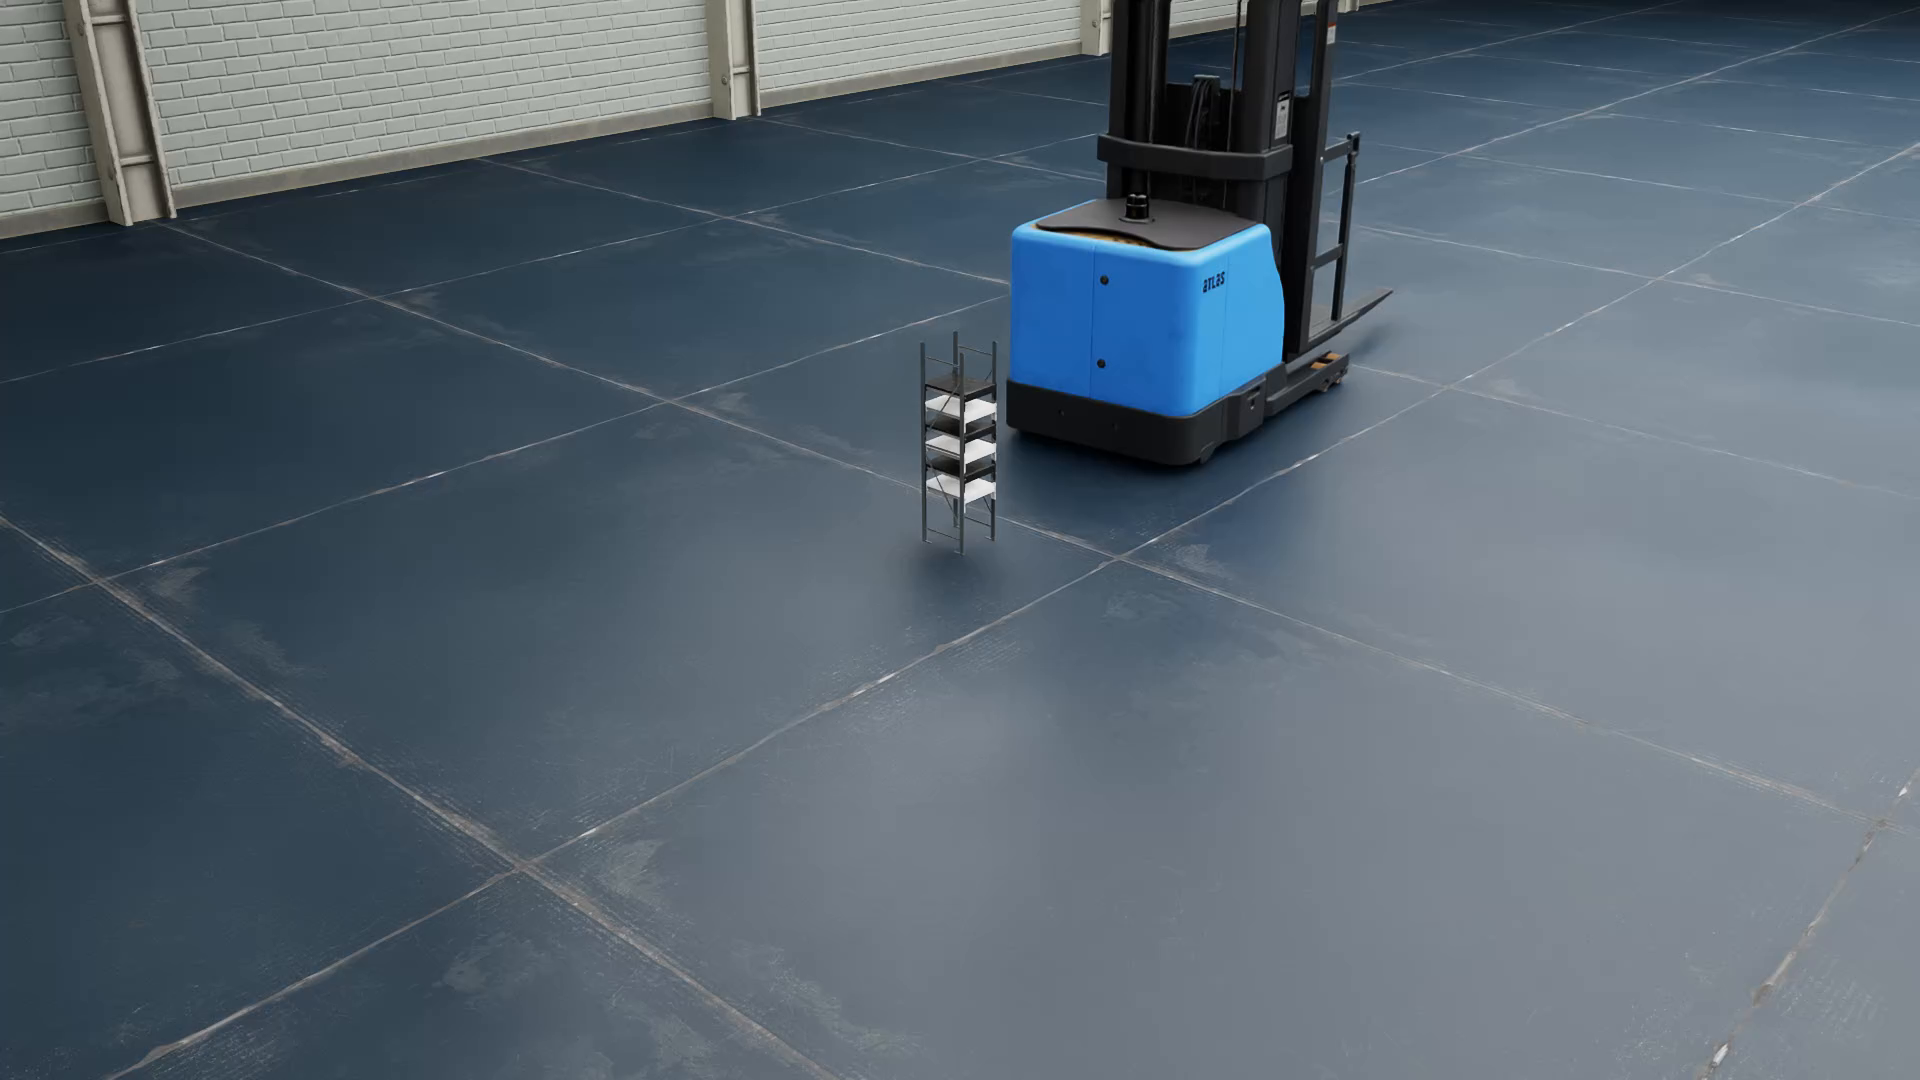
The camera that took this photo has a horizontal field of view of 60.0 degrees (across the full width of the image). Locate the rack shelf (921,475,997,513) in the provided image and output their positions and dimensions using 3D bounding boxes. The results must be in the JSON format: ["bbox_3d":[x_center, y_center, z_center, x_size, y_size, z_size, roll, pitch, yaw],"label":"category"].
[{"bbox_3d":[-0.005,-0.213,7.148,0.258,0.077,0.200,20,31,38],"label":"rack shelf"}]

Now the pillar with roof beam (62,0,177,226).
[{"bbox_3d":[-3.058,-5.396,8.285,9.100,9.000,0.400,20,31,38],"label":"pillar with roof beam"}]

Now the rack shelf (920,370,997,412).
[{"bbox_3d":[-0.005,-0.624,6.964,0.258,0.077,0.200,20,31,38],"label":"rack shelf"}]

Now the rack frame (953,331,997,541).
[{"bbox_3d":[0.062,-0.439,7.129,0.240,0.900,0.006,20,31,38],"label":"rack frame"}]

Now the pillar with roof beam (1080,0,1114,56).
[{"bbox_3d":[4.951,-9.052,16.439,9.100,9.000,0.400,20,31,38],"label":"pillar with roof beam"}]

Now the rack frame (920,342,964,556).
[{"bbox_3d":[-0.073,-0.377,6.991,0.240,0.900,0.006,20,31,38],"label":"rack frame"}]

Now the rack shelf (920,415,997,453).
[{"bbox_3d":[-0.005,-0.460,7.037,0.258,0.077,0.200,20,31,38],"label":"rack shelf"}]

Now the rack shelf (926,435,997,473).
[{"bbox_3d":[-0.005,-0.378,7.074,0.258,0.077,0.200,20,31,38],"label":"rack shelf"}]

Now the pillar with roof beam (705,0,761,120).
[{"bbox_3d":[0.946,-7.224,12.362,9.100,9.000,0.400,20,31,38],"label":"pillar with roof beam"}]

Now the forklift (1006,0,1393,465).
[{"bbox_3d":[1.491,-2.237,8.656,1.130,2.935,3.031,16,29,32],"label":"forklift"}]

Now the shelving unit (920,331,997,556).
[{"bbox_3d":[-0.005,-0.408,7.060,0.258,0.900,0.210,20,31,38],"label":"shelving unit"}]

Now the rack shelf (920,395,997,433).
[{"bbox_3d":[-0.005,-0.542,7.000,0.258,0.077,0.200,20,31,38],"label":"rack shelf"}]

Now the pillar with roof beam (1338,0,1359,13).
[{"bbox_3d":[8.955,-10.880,20.517,9.100,9.000,0.400,20,31,38],"label":"pillar with roof beam"}]

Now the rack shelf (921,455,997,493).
[{"bbox_3d":[-0.005,-0.296,7.111,0.258,0.077,0.200,20,31,38],"label":"rack shelf"}]
